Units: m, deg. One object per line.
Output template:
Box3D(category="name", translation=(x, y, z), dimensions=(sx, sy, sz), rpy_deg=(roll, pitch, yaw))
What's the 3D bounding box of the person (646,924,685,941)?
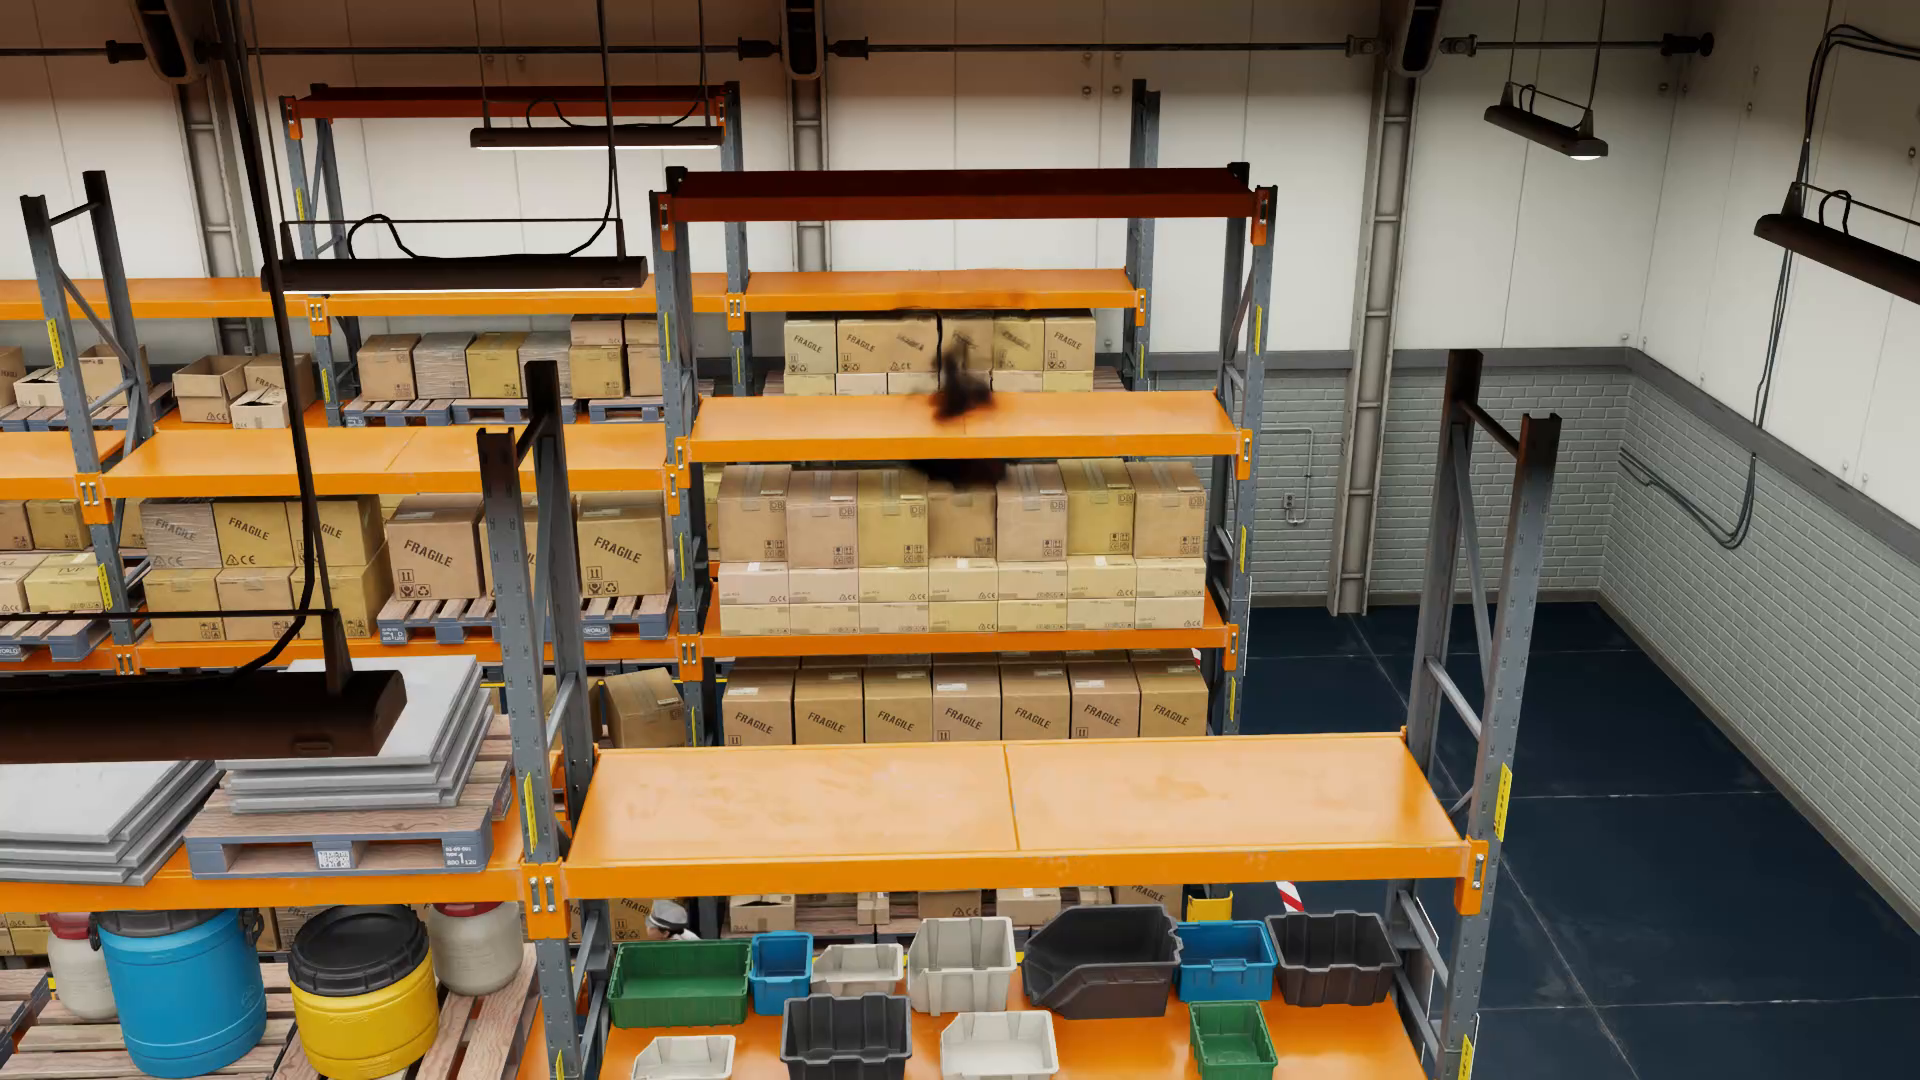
Box3D(category="person", translation=(-1.891, 3.103, 11.095), dimensions=(0.638, 1.544, 0.390), rpy_deg=(-7, 23, -17))
